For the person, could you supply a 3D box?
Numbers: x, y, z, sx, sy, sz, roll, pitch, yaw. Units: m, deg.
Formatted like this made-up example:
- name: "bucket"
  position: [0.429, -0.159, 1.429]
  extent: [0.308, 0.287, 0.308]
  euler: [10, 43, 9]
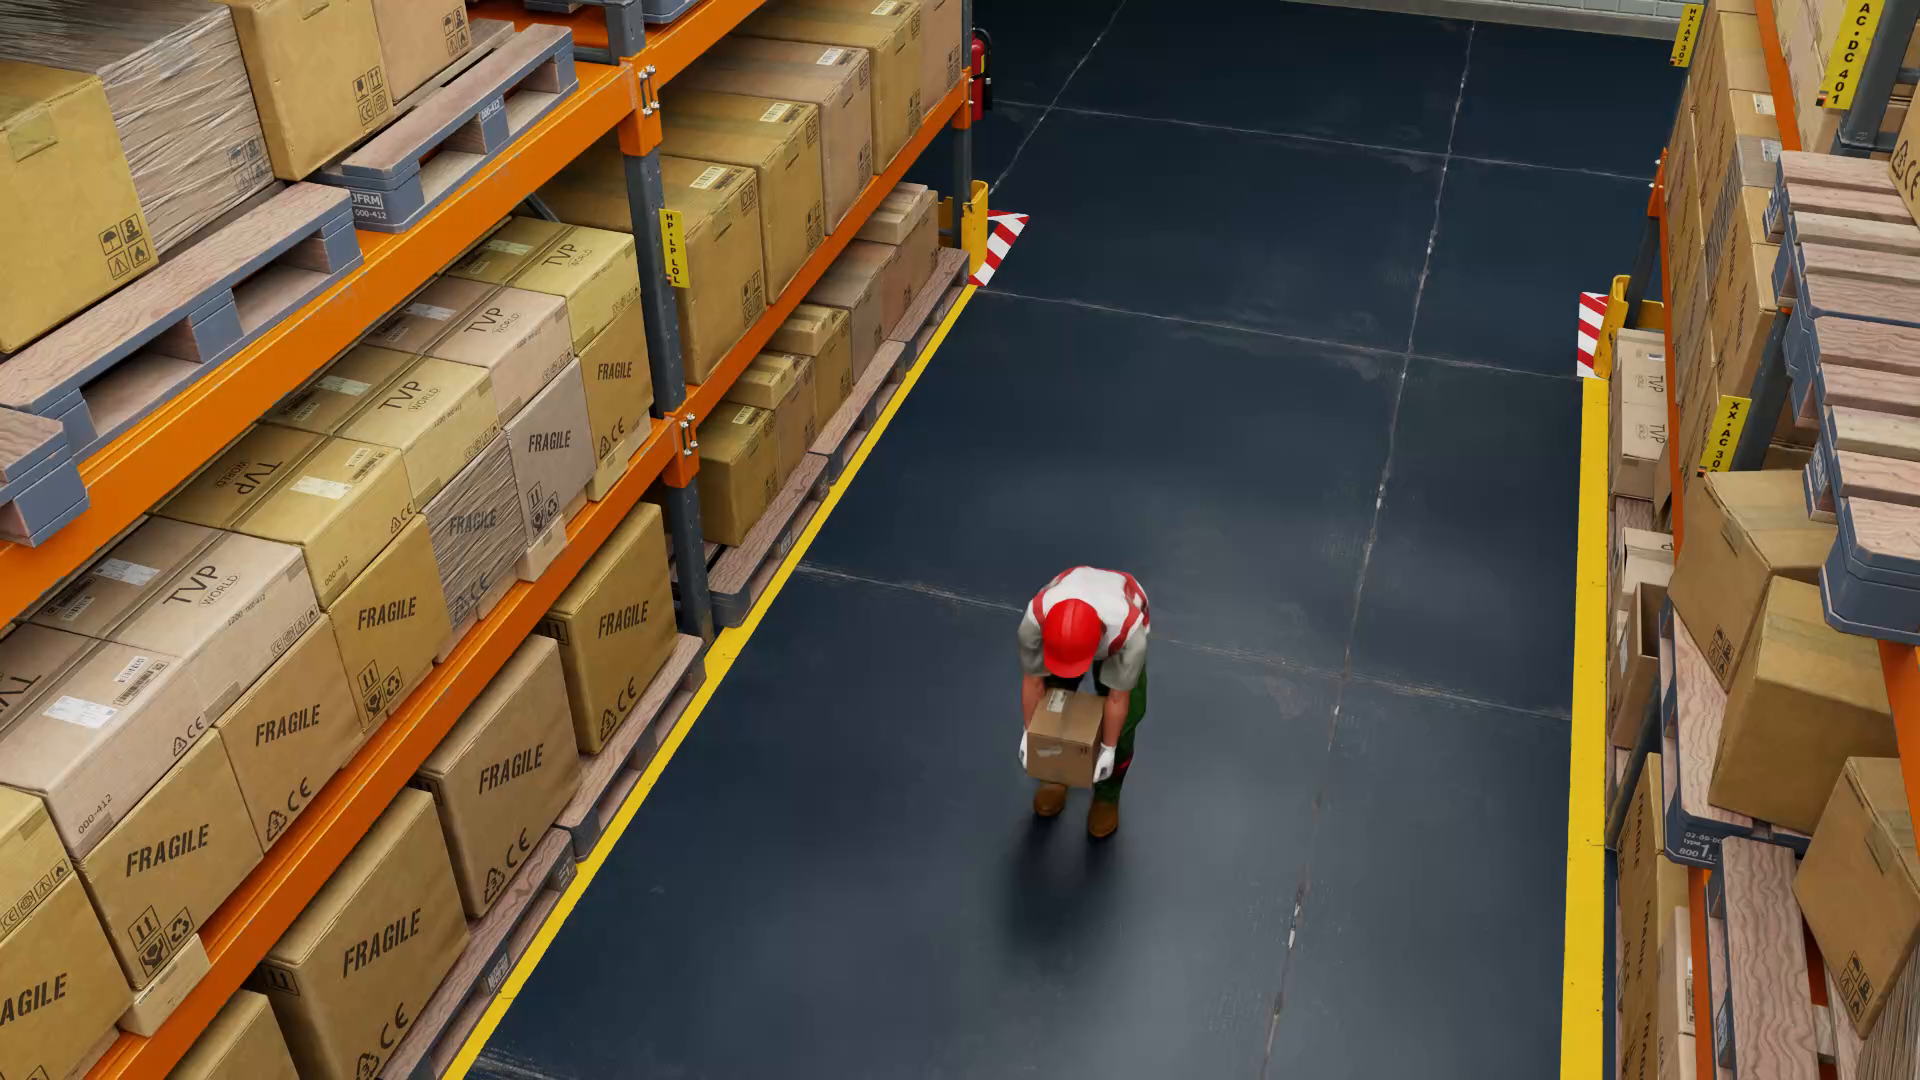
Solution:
- name: "person"
  position: [0.458, 0.615, 6.341]
  extent: [0.489, 1.434, 0.872]
  euler: [10, 38, 13]
